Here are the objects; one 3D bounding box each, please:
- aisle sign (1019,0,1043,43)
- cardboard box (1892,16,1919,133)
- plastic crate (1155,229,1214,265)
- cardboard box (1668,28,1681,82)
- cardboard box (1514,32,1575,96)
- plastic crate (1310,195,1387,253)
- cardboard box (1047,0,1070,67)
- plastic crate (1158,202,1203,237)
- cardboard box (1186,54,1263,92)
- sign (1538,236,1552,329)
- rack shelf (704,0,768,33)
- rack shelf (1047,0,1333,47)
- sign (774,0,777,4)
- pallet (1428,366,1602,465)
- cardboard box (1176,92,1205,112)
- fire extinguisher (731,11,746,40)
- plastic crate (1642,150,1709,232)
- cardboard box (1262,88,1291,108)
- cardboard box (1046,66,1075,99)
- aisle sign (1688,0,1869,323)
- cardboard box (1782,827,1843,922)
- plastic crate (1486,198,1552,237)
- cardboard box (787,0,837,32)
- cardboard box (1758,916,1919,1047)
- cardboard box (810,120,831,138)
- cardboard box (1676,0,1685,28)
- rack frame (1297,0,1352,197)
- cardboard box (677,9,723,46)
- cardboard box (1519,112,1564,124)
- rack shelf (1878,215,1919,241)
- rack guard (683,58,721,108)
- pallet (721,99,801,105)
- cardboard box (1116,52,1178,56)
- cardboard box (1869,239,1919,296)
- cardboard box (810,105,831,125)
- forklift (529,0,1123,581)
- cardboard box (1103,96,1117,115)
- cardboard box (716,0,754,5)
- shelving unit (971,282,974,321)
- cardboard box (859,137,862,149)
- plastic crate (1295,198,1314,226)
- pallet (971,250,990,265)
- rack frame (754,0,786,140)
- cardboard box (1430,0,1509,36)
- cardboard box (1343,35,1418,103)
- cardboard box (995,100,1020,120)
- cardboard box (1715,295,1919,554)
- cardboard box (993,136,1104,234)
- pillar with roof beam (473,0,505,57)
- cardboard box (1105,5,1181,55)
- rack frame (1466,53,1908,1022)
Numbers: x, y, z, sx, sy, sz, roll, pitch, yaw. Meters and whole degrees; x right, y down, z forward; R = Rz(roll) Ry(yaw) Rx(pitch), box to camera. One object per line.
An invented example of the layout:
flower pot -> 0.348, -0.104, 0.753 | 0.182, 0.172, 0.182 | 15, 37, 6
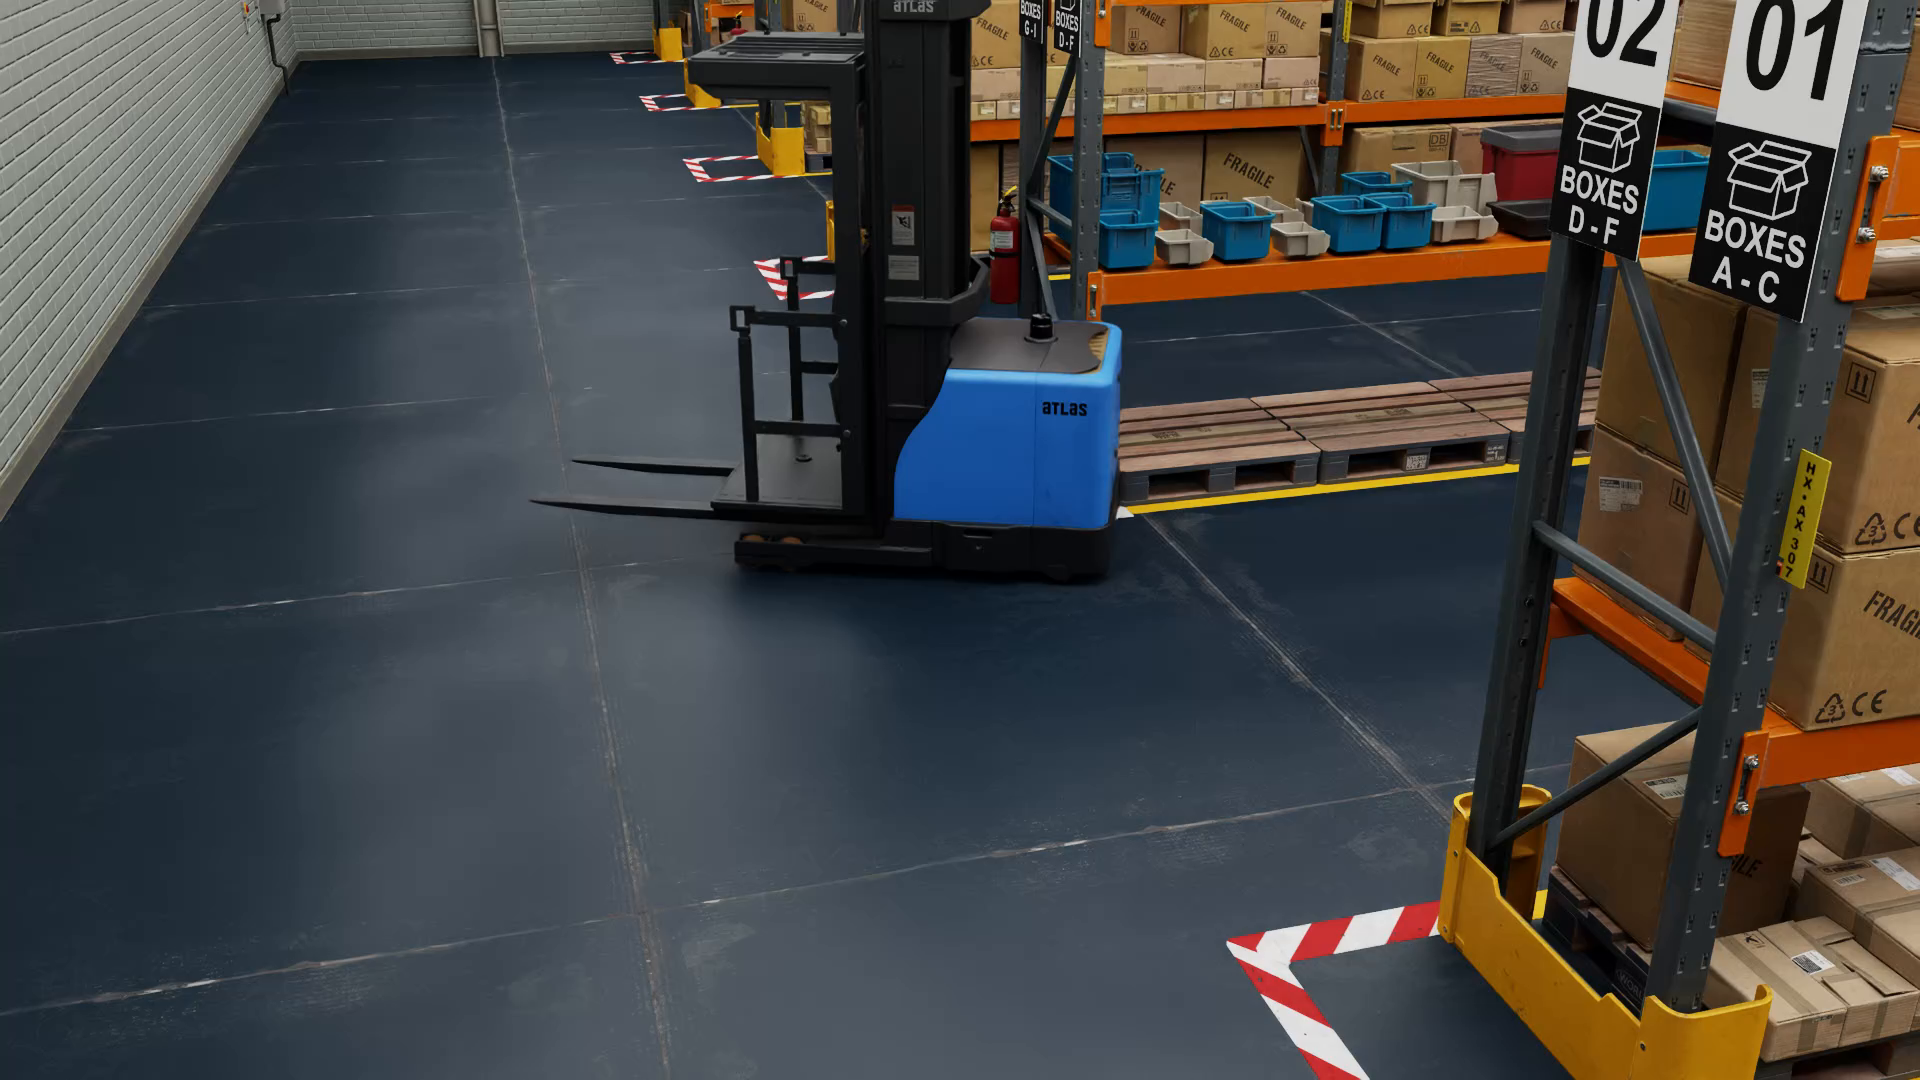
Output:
aisle sign -> 0.376, -3.037, 8.726 | 0.004, 0.787, 0.394 | -6, 24, -14
cardboard box -> 2.422, -1.125, 3.955 | 0.500, 0.250, 0.500 | -6, 24, -14
plastic crate -> 1.182, -1.549, 8.814 | 0.298, 0.136, 0.250 | -6, 24, -14
cardboard box -> 6.481, -4.370, 15.004 | 0.500, 0.500, 0.500 | -6, 24, -13
cardboard box -> 5.010, -4.209, 14.629 | 0.500, 0.500, 0.500 | -6, 24, -13
plastic crate -> 2.119, -1.731, 9.116 | 0.300, 0.233, 0.416 | -6, 24, -14
cardboard box -> 0.700, -4.091, 13.341 | 0.500, 0.500, 0.500 | -7, 24, -16
plastic crate -> 1.261, -1.800, 9.400 | 0.243, 0.136, 0.396 | -6, 24, -14
cardboard box -> 2.186, -3.910, 13.872 | 0.500, 0.250, 0.500 | -6, 24, -13
sign -> 1.728, -0.748, 4.819 | 0.005, 0.325, 0.100 | -6, 24, -14
rack shelf -> -1.565, -7.264, 22.787 | 4.000, 0.370, 1.077 | -6, 24, -14
rack shelf -> 2.450, -2.999, 9.044 | 4.000, 0.370, 1.077 | -6, 24, -14
sign -> -1.909, -5.705, 17.143 | 0.005, 0.325, 0.100 | -6, 24, -14
pallet -> 3.678, -0.790, 10.324 | 1.213, 0.211, 1.003 | -6, 24, -14
cardboard box -> 1.842, -3.663, 13.801 | 0.250, 0.149, 0.380 | -6, 24, -13
fire extinguisher -> -2.423, -5.454, 18.228 | 0.183, 0.674, 0.296 | -6, 24, -14
plastic crate -> 4.019, -2.006, 9.564 | 0.575, 0.384, 0.392 | -6, 24, -14
cardboard box -> 2.585, -3.745, 13.993 | 0.250, 0.149, 0.380 | -6, 24, -13
cardboard box -> 0.705, -3.745, 13.488 | 0.500, 0.250, 0.500 | -7, 24, -16
aisle sign -> 1.873, -0.933, 3.825 | 0.004, 0.787, 0.394 | -6, 24, -14
cardboard box -> 2.730, 1.082, 5.460 | 0.250, 0.166, 0.380 | -6, 24, -14
plastic crate -> 3.371, -1.844, 9.517 | 0.590, 0.125, 0.437 | -6, 24, -14
cardboard box -> -1.549, -5.638, 17.582 | 0.500, 0.500, 0.500 | -5, 24, -12
cardboard box -> 2.596, 1.302, 4.948 | 0.250, 0.166, 0.380 | -6, 24, -14
cardboard box -> -1.482, -4.491, 18.117 | 0.250, 0.149, 0.380 | -5, 24, -12
cardboard box -> 6.181, -4.906, 14.981 | 0.637, 0.503, 0.797 | -5, 24, -13
rack frame -> 3.038, -4.045, 14.373 | 0.127, 3.000, 1.000 | -6, 24, -14
cardboard box -> -4.220, -8.340, 27.017 | 0.637, 0.503, 0.797 | -7, 24, -16
cardboard box -> 5.359, -3.530, 15.335 | 0.875, 0.875, 1.225 | -6, 24, -14
rack shelf -> 6.302, -2.047, 10.629 | 4.000, 0.370, 1.077 | -6, 24, -14
rack guard -> -3.513, -6.230, 22.636 | 0.348, 0.500, 1.175 | -6, 24, -14
pallet -> -2.741, -6.215, 22.966 | 1.213, 0.211, 1.003 | -6, 24, -14
cardboard box -> 1.537, -4.054, 14.206 | 0.500, 0.250, 0.500 | -6, 24, -13
cardboard box -> 2.700, -0.569, 4.877 | 0.500, 0.500, 0.500 | -6, 24, -13
cardboard box -> -1.460, -4.596, 17.985 | 0.250, 0.149, 0.380 | -7, 24, -17
forklift -> -0.701, -1.394, 8.282 | 3.031, 2.935, 1.130 | 3, 23, 8
cardboard box -> 1.098, -3.580, 13.609 | 0.250, 0.149, 0.380 | -7, 24, -16
cardboard box -> -2.950, -7.369, 21.994 | 0.500, 0.500, 0.500 | -7, 24, -15
shelving unit -> -0.052, -1.055, 9.687 | 0.258, 1.200, 0.503 | -1, 23, -3
cardboard box -> -1.235, -4.389, 18.257 | 0.250, 0.149, 0.380 | -6, 24, -15
plastic crate -> 2.085, -1.903, 9.640 | 0.250, 0.136, 0.298 | -6, 24, -14
pallet -> -0.065, -2.452, 14.198 | 1.213, 0.211, 1.003 | -6, 24, -14
rack frame -> -2.056, -5.513, 17.794 | 0.127, 3.000, 1.000 | -6, 24, -14
cardboard box -> 4.315, -4.692, 14.481 | 0.637, 0.503, 0.797 | -6, 24, -14
cardboard box -> 3.548, -4.045, 14.246 | 0.500, 0.500, 0.500 | -6, 24, -14
cardboard box -> 0.362, -3.500, 13.420 | 0.250, 0.149, 0.380 | -7, 24, -15
cardboard box -> 2.358, -0.310, 4.274 | 0.500, 0.500, 0.500 | -6, 24, -13
cardboard box -> 0.658, -3.031, 14.172 | 0.875, 0.875, 0.875 | -6, 24, -14
pillar with roof beam -> -6.511, -10.443, 21.676 | 0.400, 9.000, 9.100 | -6, 24, -14
cardboard box -> 1.532, -4.397, 14.055 | 0.500, 0.500, 0.500 | -7, 24, -16
rack frame -> 1.859, 0.142, 4.614 | 0.127, 3.000, 1.000 | -6, 24, -14
